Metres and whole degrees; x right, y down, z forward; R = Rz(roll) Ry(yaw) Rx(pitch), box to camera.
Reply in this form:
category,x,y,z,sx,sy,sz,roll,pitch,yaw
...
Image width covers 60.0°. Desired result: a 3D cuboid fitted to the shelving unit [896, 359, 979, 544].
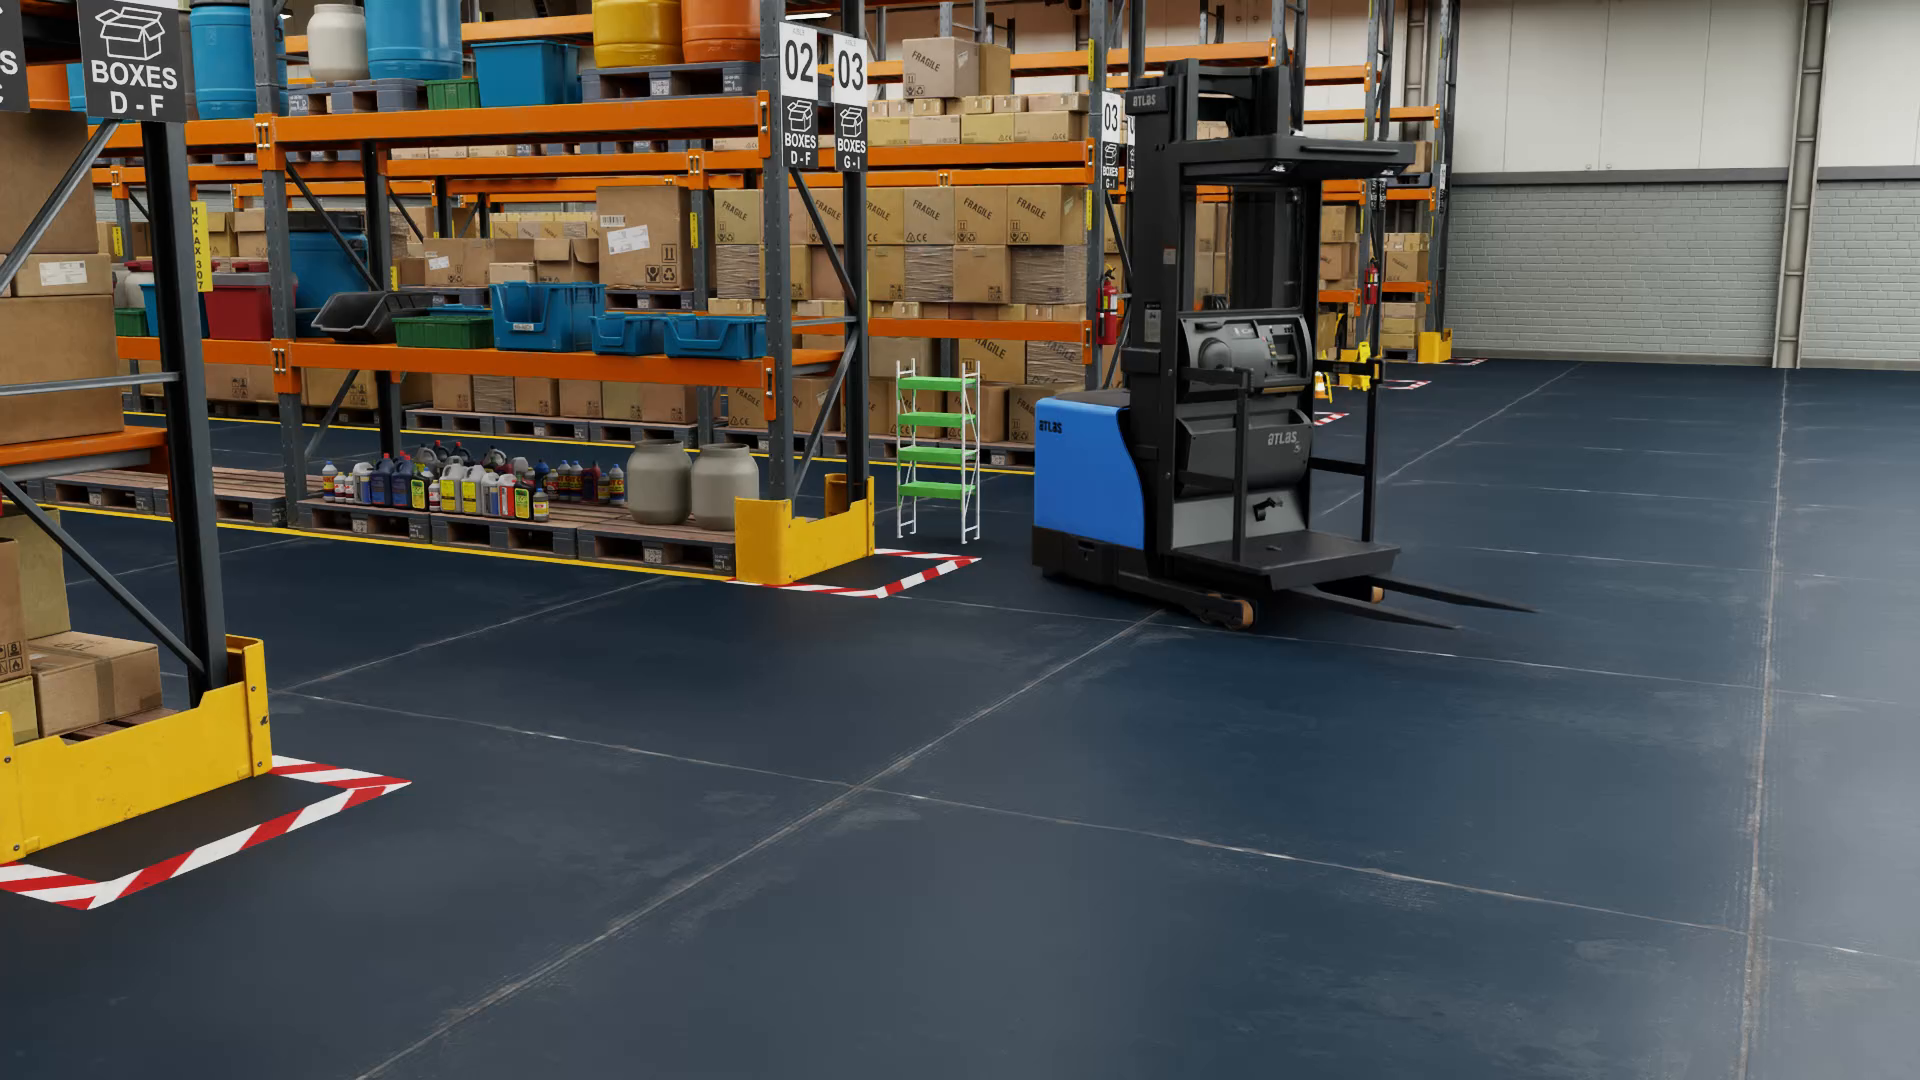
category,x,y,z,sx,sy,sz,roll,pitch,yaw
shelving unit,-0.148,-0.603,11.195,0.503,1.200,0.258,5,11,26

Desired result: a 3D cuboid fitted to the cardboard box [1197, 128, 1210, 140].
category,x,y,z,sx,sy,sz,roll,pitch,yaw
cardboard box,2.719,-4.510,18.547,0.250,0.149,0.380,5,11,27

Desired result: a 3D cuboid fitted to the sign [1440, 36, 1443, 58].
category,x,y,z,sx,sy,sz,roll,pitch,yaw
sign,7.663,-7.846,26.468,0.005,0.325,0.100,5,11,26

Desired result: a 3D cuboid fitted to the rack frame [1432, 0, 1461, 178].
category,x,y,z,sx,sy,sz,roll,pitch,yaw
rack frame,7.916,-7.433,27.031,0.127,3.000,1.000,5,11,26

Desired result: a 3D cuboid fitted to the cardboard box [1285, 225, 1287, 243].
category,x,y,z,sx,sy,sz,roll,pitch,yaw
cardboard box,4.718,-4.422,23.316,0.500,0.500,0.700,5,11,26

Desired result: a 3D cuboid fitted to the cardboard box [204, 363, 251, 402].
category,x,y,z,sx,sy,sz,roll,pitch,yaw
cardboard box,-8.039,-2.094,19.165,0.875,0.875,1.225,5,11,24

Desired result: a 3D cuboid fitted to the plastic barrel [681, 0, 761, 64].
category,x,y,z,sx,sy,sz,roll,pitch,yaw
plastic barrel,-1.346,-3.226,9.824,0.708,0.830,0.600,5,11,26

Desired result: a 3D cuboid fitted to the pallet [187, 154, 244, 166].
category,x,y,z,sx,sy,sz,roll,pitch,yaw
pallet,-8.579,-4.368,19.057,1.217,0.209,0.805,5,11,24

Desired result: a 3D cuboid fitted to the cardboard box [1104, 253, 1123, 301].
category,x,y,z,sx,sy,sz,roll,pitch,yaw
cardboard box,1.827,-3.124,19.648,0.500,0.550,0.875,5,11,26

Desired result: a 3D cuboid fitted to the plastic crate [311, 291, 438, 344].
category,x,y,z,sx,sy,sz,roll,pitch,yaw
plastic crate,-4.028,-1.537,11.474,0.504,0.338,0.767,5,11,26

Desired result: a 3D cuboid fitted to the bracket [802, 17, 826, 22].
category,x,y,z,sx,sy,sz,roll,pitch,yaw
bracket,-2.856,-10.259,32.539,0.430,0.232,0.235,5,11,26

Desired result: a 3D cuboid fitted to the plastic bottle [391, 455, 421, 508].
category,x,y,z,sx,sy,sz,roll,pitch,yaw
plastic bottle,-3.731,-0.397,11.206,0.185,0.351,0.144,4,11,23

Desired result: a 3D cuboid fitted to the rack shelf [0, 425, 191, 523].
category,x,y,z,sx,sy,sz,roll,pitch,yaw
rack shelf,-4.842,-0.327,6.633,4.000,0.370,1.077,5,11,26

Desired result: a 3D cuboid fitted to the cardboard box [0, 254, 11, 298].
category,x,y,z,sx,sy,sz,roll,pitch,yaw
cardboard box,-3.476,-0.891,5.630,0.250,0.149,0.380,5,11,25

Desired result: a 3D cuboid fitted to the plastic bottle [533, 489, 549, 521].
category,x,y,z,sx,sy,sz,roll,pitch,yaw
plastic bottle,-2.695,-0.228,10.690,0.097,0.201,0.097,0,10,0

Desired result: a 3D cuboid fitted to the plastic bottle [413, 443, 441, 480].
category,x,y,z,sx,sy,sz,roll,pitch,yaw
plastic bottle,-3.799,-0.514,11.852,0.185,0.351,0.144,5,11,26

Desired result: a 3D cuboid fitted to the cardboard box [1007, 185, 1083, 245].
category,x,y,z,sx,sy,sz,roll,pitch,yaw
cardboard box,0.735,-2.796,14.335,0.500,0.500,0.500,5,11,26

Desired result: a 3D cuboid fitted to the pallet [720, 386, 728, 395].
category,x,y,z,sx,sy,sz,roll,pitch,yaw
pallet,-2.877,-2.073,22.093,1.213,0.211,1.003,5,11,26

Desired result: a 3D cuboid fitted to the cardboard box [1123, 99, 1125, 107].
category,x,y,z,sx,sy,sz,roll,pitch,yaw
cardboard box,2.031,-4.962,18.810,0.250,0.149,0.380,5,11,25

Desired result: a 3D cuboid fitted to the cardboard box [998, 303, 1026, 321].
category,x,y,z,sx,sy,sz,roll,pitch,yaw
cardboard box,0.520,-2.002,14.575,0.250,0.149,0.380,5,11,26

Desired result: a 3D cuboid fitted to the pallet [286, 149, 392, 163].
category,x,y,z,sx,sy,sz,roll,pitch,yaw
pallet,-6.437,-4.161,17.905,1.003,0.211,1.213,6,12,28

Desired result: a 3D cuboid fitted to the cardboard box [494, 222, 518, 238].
category,x,y,z,sx,sy,sz,roll,pitch,yaw
cardboard box,-7.855,-5.367,29.372,0.500,0.500,0.500,5,11,24

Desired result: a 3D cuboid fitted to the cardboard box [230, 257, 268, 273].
category,x,y,z,sx,sy,sz,roll,pitch,yaw
cardboard box,-7.756,-2.905,18.576,0.500,0.500,0.500,5,12,27

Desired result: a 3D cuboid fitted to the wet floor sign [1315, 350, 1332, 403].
category,x,y,z,sx,sy,sz,roll,pitch,yaw
wet floor sign,4.525,-2.045,20.715,0.232,0.644,0.267,3,11,16

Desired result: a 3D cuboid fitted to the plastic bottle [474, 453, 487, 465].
category,x,y,z,sx,sy,sz,roll,pitch,yaw
plastic bottle,-3.399,-0.483,11.868,0.133,0.283,0.061,6,12,30

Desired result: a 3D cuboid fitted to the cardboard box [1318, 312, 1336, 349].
category,x,y,z,sx,sy,sz,roll,pitch,yaw
cardboard box,5.100,-3.020,23.929,0.500,0.500,0.500,5,11,24

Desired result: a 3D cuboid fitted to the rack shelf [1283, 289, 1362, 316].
category,x,y,z,sx,sy,sz,roll,pitch,yaw
rack shelf,3.929,-3.491,24.118,4.000,0.370,1.077,5,11,26

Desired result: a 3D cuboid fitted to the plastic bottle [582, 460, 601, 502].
category,x,y,z,sx,sy,sz,roll,pitch,yaw
plastic bottle,-2.537,-0.407,11.449,0.133,0.283,0.061,5,12,27

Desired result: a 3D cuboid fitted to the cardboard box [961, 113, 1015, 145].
category,x,y,z,sx,sy,sz,roll,pitch,yaw
cardboard box,0.344,-3.543,14.385,0.500,0.250,0.500,5,11,26

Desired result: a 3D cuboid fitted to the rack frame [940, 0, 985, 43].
category,x,y,z,sx,sy,sz,roll,pitch,yaw
rack frame,0.036,-6.156,19.978,0.127,3.000,1.000,5,11,26

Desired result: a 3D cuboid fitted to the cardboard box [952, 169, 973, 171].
category,x,y,z,sx,sy,sz,roll,pitch,yaw
cardboard box,-0.071,-5.729,25.751,0.637,0.503,0.797,5,11,26

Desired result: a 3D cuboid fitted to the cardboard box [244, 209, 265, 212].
category,x,y,z,sx,sy,sz,roll,pitch,yaw
cardboard box,-10.440,-4.760,25.183,0.500,0.500,0.500,5,11,25

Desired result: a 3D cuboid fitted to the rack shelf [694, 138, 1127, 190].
category,x,y,z,sx,sy,sz,roll,pitch,yaw
rack shelf,-0.456,-3.385,15.106,4.000,0.370,1.077,5,11,26

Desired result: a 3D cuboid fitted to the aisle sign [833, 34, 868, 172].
category,x,y,z,sx,sy,sz,roll,pitch,yaw
aisle sign,-0.659,-2.634,10.063,0.004,0.787,0.394,5,11,26

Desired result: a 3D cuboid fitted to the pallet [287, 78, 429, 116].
category,x,y,z,sx,sy,sz,roll,pitch,yaw
pallet,-3.750,-2.971,11.331,1.003,0.211,1.213,5,11,26

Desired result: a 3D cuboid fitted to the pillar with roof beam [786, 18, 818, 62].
category,x,y,z,sx,sy,sz,roll,pitch,yaw
pillar with roof beam,-4.976,-7.890,29.555,0.548,9.000,9.100,5,11,26

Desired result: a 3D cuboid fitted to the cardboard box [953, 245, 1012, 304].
category,x,y,z,sx,sy,sz,roll,pitch,yaw
cardboard box,0.355,-2.368,14.778,0.500,0.500,0.875,5,11,26

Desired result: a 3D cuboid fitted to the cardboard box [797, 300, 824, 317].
category,x,y,z,sx,sy,sz,roll,pitch,yaw
cardboard box,-1.300,-2.150,15.393,0.250,0.149,0.380,5,11,26

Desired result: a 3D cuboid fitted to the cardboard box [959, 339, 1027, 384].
category,x,y,z,sx,sy,sz,roll,pitch,yaw
cardboard box,0.569,-2.305,20.329,0.875,0.875,0.875,5,11,27

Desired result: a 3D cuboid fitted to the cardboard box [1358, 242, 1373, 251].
category,x,y,z,sx,sy,sz,roll,pitch,yaw
cardboard box,6.816,-4.899,27.772,0.250,0.149,0.380,5,11,25

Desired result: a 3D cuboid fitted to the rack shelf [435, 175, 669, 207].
category,x,y,z,sx,sy,sz,roll,pitch,yaw
rack shelf,-5.345,-4.799,22.922,4.000,0.370,1.077,5,11,26

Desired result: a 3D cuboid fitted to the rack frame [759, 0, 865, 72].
category,x,y,z,sx,sy,sz,roll,pitch,yaw
rack frame,-0.854,-4.266,9.533,0.127,3.000,1.000,5,11,26

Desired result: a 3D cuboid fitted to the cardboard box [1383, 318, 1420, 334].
category,x,y,z,sx,sy,sz,roll,pitch,yaw
cardboard box,7.341,-3.569,27.664,0.500,0.250,0.500,5,11,25

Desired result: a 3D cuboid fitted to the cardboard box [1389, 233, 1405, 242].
category,x,y,z,sx,sy,sz,roll,pitch,yaw
cardboard box,7.266,-5.005,27.522,0.250,0.149,0.380,5,11,26

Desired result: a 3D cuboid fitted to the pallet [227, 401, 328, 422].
category,x,y,z,sx,sy,sz,roll,pitch,yaw
pallet,-7.600,-1.534,19.112,1.213,0.211,1.003,5,11,26

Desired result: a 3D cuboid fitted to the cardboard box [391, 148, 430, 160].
category,x,y,z,sx,sy,sz,roll,pitch,yaw
cardboard box,-5.527,-4.060,17.238,0.500,0.250,0.500,5,12,27

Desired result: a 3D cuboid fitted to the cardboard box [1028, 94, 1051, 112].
category,x,y,z,sx,sy,sz,roll,pitch,yaw
cardboard box,0.769,-3.715,14.211,0.250,0.149,0.380,5,11,24

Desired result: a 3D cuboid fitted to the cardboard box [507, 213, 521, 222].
category,x,y,z,sx,sy,sz,roll,pitch,yaw
cardboard box,-7.737,-5.671,29.231,0.250,0.149,0.380,5,11,24

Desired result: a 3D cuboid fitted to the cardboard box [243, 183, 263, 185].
category,x,y,z,sx,sy,sz,roll,pitch,yaw
cardboard box,-10.436,-5.476,25.063,0.500,0.250,0.500,5,12,28

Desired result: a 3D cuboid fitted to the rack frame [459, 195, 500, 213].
category,x,y,z,sx,sy,sz,roll,pitch,yaw
rack frame,-8.626,-4.948,30.150,0.127,3.000,1.000,5,11,26

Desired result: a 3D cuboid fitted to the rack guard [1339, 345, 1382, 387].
category,x,y,z,sx,sy,sz,roll,pitch,yaw
rack guard,5.655,-2.464,23.439,0.348,0.500,1.175,5,11,26

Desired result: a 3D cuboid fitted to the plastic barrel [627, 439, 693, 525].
category,x,y,z,sx,sy,sz,roll,pitch,yaw
plastic barrel,-1.927,-0.376,10.689,0.421,0.512,0.421,0,10,0

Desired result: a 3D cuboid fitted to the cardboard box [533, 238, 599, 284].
category,x,y,z,sx,sy,sz,roll,pitch,yaw
cardboard box,-3.845,-2.799,16.806,0.637,0.503,0.797,6,12,32

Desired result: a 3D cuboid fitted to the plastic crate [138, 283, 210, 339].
category,x,y,z,sx,sy,sz,roll,pitch,yaw
plastic crate,-5.568,-1.659,12.016,0.575,0.384,0.392,5,11,26

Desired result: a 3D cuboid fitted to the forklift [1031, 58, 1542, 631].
category,x,y,z,sx,sy,sz,roll,pitch,yaw
forklift,1.690,-1.068,8.903,1.130,2.935,3.031,-7,12,-35

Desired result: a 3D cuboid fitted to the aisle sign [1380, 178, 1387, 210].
category,x,y,z,sx,sy,sz,roll,pitch,yaw
aisle sign,5.916,-5.012,23.198,0.004,0.787,0.394,5,11,26
